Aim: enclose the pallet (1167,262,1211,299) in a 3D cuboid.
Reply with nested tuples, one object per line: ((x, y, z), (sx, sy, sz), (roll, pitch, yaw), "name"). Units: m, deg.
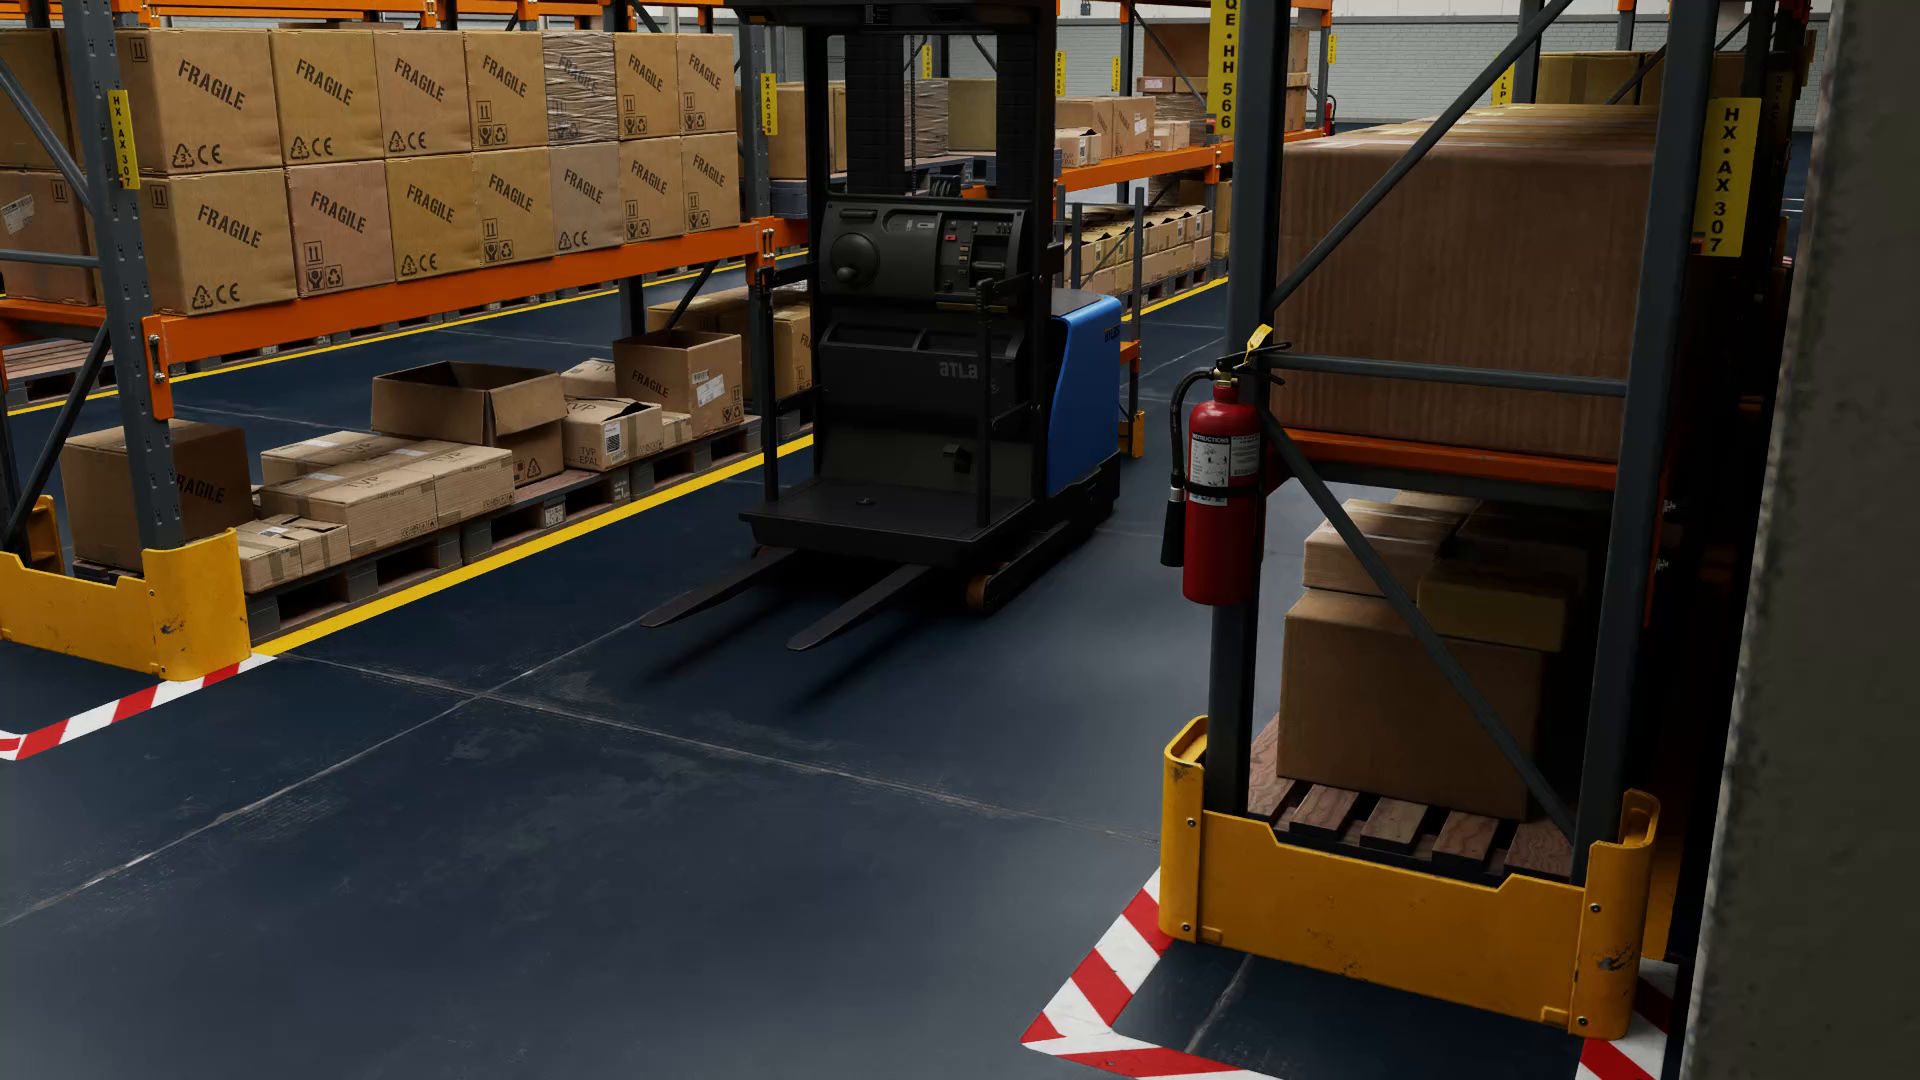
((1.747, -2.537, 16.028), (1.003, 0.211, 1.213), (8, 18, 25), "pallet")

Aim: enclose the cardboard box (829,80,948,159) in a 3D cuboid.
((-0.506, -2.913, 11.484), (0.700, 0.500, 0.500), (12, 21, 36), "cardboard box")

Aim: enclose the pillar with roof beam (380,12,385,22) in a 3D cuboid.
((-10.244, -13.560, 37.706), (9.100, 9.000, 0.400), (8, 18, 25), "pillar with roof beam")

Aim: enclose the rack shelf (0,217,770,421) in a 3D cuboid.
((-2.427, -1.174, 7.806), (1.077, 0.370, 4.000), (8, 18, 25), "rack shelf")

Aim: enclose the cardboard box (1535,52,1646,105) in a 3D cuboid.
((2.880, -2.110, 7.644), (0.500, 0.250, 0.500), (9, 19, 27), "cardboard box")

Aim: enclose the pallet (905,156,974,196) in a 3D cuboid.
((-0.611, -2.459, 11.207), (1.003, 0.211, 1.213), (8, 18, 25), "pallet")

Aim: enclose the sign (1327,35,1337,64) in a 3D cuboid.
((4.308, -5.681, 19.267), (0.100, 0.325, 0.005), (8, 18, 25), "sign")

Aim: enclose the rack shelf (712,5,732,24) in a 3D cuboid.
((-1.494, -6.300, 19.795), (1.077, 0.370, 4.000), (8, 18, 25), "rack shelf")

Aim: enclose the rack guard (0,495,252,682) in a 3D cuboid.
((-3.286, 0.170, 6.409), (1.175, 0.500, 0.348), (8, 18, 25), "rack guard")

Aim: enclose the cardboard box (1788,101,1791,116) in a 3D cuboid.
((8.242, -4.606, 17.007), (0.500, 0.500, 0.500), (8, 18, 25), "cardboard box")

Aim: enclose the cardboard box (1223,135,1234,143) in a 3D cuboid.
((2.464, -4.363, 17.103), (0.700, 0.500, 0.500), (8, 18, 25), "cardboard box")

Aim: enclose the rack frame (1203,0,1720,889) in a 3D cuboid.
((1.113, -0.380, 3.870), (1.000, 3.000, 0.127), (8, 18, 25), "rack frame")

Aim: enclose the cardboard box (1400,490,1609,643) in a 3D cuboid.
((2.016, 0.033, 6.130), (0.700, 0.500, 0.500), (9, 19, 27), "cardboard box")

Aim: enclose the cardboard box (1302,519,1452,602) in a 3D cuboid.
((1.231, 0.059, 4.905), (0.380, 0.149, 0.250), (8, 18, 25), "cardboard box")

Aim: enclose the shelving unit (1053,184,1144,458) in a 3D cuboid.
((0.567, -1.099, 8.924), (0.587, 1.500, 1.083), (7, 18, 22), "shelving unit")

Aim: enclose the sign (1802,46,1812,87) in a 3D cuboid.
((6.973, -3.922, 13.761), (0.100, 0.325, 0.005), (8, 18, 25), "sign")

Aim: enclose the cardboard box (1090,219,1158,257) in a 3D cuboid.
((1.437, -2.691, 14.756), (0.500, 0.311, 0.500), (8, 18, 25), "cardboard box")

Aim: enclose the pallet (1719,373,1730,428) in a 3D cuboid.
((4.268, -0.890, 10.483), (1.003, 0.211, 1.213), (8, 18, 25), "pallet")

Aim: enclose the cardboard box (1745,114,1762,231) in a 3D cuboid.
((3.331, -1.684, 7.527), (0.500, 0.500, 0.500), (7, 18, 23), "cardboard box")

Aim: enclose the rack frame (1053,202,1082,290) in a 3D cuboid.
((0.368, -0.968, 8.485), (0.500, 1.500, 0.032), (7, 18, 22), "rack frame")

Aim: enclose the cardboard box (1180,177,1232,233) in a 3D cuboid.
((2.529, -3.387, 16.768), (0.500, 0.500, 0.500), (8, 18, 25), "cardboard box")

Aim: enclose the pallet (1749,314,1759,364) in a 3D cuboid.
((5.584, -1.590, 12.839), (1.003, 0.211, 1.213), (8, 18, 25), "pallet")

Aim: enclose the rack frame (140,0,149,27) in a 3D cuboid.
((-8.606, -4.308, 17.095), (1.000, 3.000, 0.127), (8, 18, 25), "rack frame")

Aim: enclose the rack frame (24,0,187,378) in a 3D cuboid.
((-5.963, -2.659, 11.544), (1.000, 3.000, 0.127), (8, 18, 25), "rack frame")

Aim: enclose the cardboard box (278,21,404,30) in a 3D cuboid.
((-7.299, -5.632, 19.759), (1.000, 1.000, 1.000), (8, 18, 26), "cardboard box")

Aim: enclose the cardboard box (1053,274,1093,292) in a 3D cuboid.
((0.751, -2.026, 13.504), (0.500, 0.250, 0.500), (8, 18, 25), "cardboard box")

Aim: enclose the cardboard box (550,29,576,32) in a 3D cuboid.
((-5.500, -6.589, 22.321), (0.500, 0.500, 0.500), (8, 18, 25), "cardboard box")

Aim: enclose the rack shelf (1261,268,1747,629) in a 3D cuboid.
((2.007, -0.545, 5.687), (1.077, 0.370, 4.000), (8, 18, 25), "rack shelf")

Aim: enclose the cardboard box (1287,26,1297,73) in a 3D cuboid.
((3.355, -5.489, 18.617), (0.700, 0.500, 0.500), (8, 18, 24), "cardboard box")

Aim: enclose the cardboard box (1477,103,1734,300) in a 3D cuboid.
((2.643, -1.407, 6.799), (0.980, 0.700, 0.700), (8, 19, 26), "cardboard box")

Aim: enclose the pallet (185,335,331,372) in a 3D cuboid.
((-5.581, -1.514, 12.584), (1.003, 0.211, 1.213), (8, 18, 25), "pallet")

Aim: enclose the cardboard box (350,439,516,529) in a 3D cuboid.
((-2.377, -0.259, 7.519), (0.500, 0.250, 0.500), (8, 18, 25), "cardboard box")

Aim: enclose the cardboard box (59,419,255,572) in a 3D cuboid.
((-3.298, -0.192, 6.853), (0.500, 0.500, 0.500), (8, 18, 25), "cardboard box")

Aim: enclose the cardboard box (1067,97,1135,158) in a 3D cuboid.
((1.225, -3.659, 14.732), (0.500, 0.500, 0.500), (8, 18, 25), "cardboard box")

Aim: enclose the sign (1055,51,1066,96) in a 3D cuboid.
((0.744, -3.498, 12.471), (0.100, 0.325, 0.005), (8, 18, 25), "sign")

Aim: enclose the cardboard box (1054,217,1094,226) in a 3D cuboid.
((0.948, -2.753, 14.964), (0.500, 0.311, 0.500), (9, 19, 27), "cardboard box")

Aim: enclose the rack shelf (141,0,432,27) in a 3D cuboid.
((-7.713, -5.911, 18.486), (1.077, 0.370, 4.000), (8, 18, 25), "rack shelf")

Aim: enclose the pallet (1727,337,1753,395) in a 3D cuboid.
((5.038, -1.280, 11.797), (1.003, 0.211, 1.213), (8, 18, 25), "pallet")

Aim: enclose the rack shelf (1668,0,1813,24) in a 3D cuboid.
((7.369, -5.039, 15.551), (1.077, 0.370, 4.000), (8, 18, 25), "rack shelf")

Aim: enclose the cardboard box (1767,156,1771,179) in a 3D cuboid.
((4.476, -2.337, 9.726), (0.500, 0.500, 0.500), (8, 18, 25), "cardboard box")

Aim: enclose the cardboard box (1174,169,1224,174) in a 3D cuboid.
((2.507, -3.708, 17.850), (0.500, 0.500, 0.500), (8, 18, 25), "cardboard box")

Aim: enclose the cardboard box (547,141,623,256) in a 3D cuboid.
((-1.983, -1.654, 7.982), (0.500, 0.500, 0.500), (9, 19, 27), "cardboard box")

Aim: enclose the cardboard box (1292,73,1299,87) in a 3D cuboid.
((3.599, -5.190, 18.749), (0.380, 0.149, 0.250), (8, 18, 25), "cardboard box")

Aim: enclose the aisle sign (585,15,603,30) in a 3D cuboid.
((-5.272, -7.646, 23.768), (0.394, 0.787, 0.004), (8, 18, 25), "aisle sign")

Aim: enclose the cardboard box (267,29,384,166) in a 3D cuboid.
((-2.659, -1.750, 6.551), (0.500, 0.500, 0.500), (8, 18, 26), "cardboard box")

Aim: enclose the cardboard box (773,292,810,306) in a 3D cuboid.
((-0.871, -1.270, 10.485), (0.500, 0.500, 0.500), (8, 18, 26), "cardboard box")

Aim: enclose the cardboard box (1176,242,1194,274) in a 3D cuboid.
((1.888, -2.678, 15.698), (0.500, 0.250, 0.500), (8, 18, 25), "cardboard box")

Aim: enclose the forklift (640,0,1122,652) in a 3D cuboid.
((-0.252, -1.241, 6.888), (1.130, 2.935, 3.031), (7, 18, 23), "forklift")

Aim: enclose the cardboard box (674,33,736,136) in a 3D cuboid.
((-1.527, -2.394, 8.717), (0.500, 0.500, 0.500), (8, 18, 26), "cardboard box")

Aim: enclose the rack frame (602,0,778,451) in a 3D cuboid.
((-1.533, -2.028, 9.419), (1.000, 3.000, 0.127), (8, 18, 25), "rack frame")
